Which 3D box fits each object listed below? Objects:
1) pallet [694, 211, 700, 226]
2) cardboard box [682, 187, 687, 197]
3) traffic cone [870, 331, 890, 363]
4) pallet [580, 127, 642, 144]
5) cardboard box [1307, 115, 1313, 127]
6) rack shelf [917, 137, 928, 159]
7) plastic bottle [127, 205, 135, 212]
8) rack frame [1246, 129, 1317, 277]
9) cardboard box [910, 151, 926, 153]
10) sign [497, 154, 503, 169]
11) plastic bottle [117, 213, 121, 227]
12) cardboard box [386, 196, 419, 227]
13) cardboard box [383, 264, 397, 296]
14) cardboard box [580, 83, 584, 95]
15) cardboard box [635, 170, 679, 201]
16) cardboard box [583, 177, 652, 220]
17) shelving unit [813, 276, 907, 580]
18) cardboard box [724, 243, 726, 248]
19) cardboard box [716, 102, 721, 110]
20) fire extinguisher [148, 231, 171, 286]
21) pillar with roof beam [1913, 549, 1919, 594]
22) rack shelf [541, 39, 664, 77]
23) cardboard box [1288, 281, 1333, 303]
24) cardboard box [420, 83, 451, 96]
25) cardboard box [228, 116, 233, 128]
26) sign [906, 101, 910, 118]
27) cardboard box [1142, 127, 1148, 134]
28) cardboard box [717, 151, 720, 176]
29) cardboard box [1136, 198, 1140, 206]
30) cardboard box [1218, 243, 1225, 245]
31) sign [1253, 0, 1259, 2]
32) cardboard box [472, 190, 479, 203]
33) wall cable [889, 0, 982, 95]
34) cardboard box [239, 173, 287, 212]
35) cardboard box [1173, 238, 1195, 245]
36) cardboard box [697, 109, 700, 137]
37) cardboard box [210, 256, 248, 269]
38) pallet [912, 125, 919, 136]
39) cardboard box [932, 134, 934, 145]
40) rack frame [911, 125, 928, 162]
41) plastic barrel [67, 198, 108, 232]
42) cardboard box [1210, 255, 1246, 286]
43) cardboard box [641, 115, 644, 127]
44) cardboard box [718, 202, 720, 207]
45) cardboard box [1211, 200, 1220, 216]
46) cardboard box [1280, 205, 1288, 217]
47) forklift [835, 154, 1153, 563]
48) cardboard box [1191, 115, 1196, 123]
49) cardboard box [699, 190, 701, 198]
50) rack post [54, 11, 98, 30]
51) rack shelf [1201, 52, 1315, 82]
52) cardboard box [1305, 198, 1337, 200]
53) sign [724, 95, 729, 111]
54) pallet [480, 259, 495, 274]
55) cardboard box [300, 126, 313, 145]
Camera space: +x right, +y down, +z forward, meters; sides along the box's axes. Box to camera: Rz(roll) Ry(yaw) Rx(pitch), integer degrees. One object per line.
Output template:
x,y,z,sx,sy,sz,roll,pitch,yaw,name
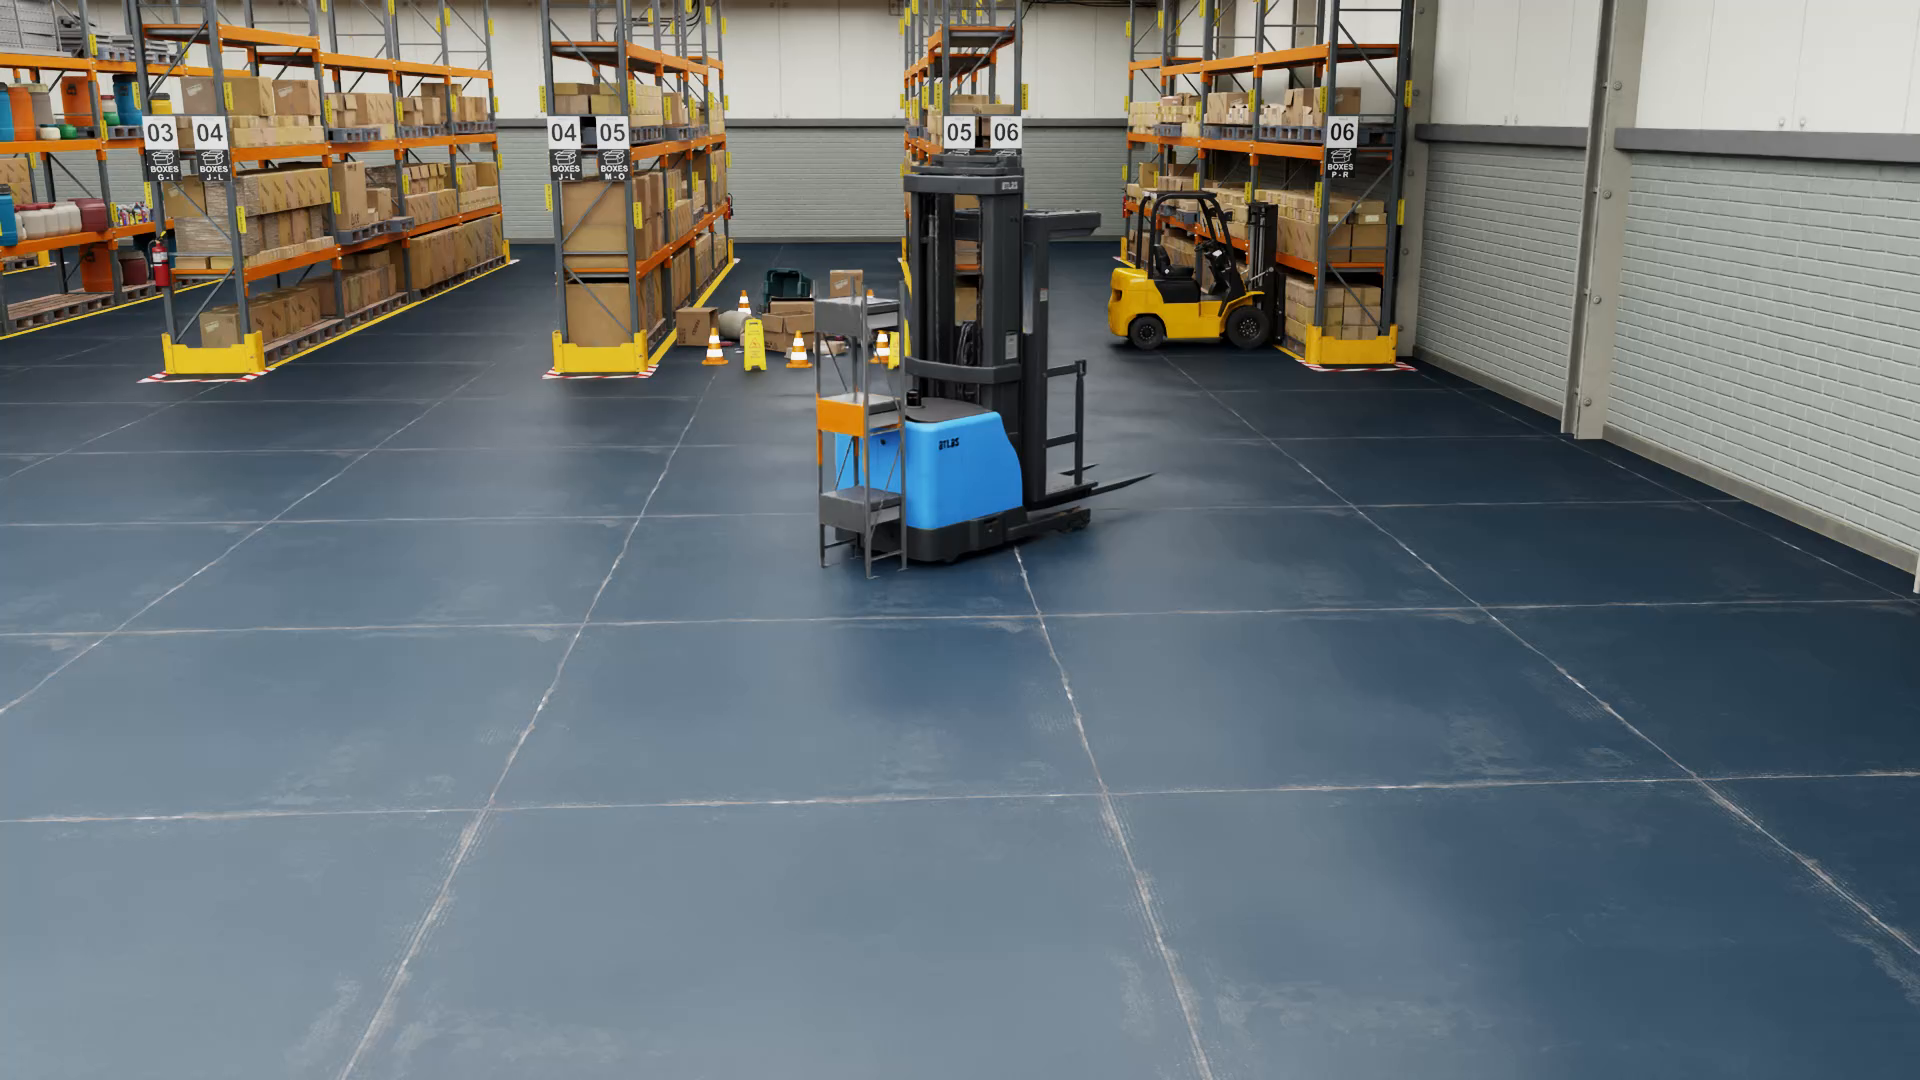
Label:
-5.302,-5.738,29.694,1.213,0.211,1.003,-1,14,-3,pallet
-4.987,-6.144,29.355,0.380,0.149,0.250,-1,14,-3,cardboard box
-1.036,-2.626,22.304,0.336,0.463,0.334,-1,14,-3,traffic cone
-4.712,-5.260,21.609,1.003,0.211,1.213,-1,14,-3,pallet
4.878,-5.629,22.326,0.380,0.149,0.250,-1,14,-5,cardboard box
-0.093,-6.364,27.165,1.077,0.370,4.000,-1,14,-3,rack shelf
-15.442,-6.113,31.016,0.152,0.276,0.135,-1,14,-3,plastic bottle
4.984,-4.840,25.817,1.000,3.000,0.127,-1,14,-3,rack frame
-0.848,-8.050,34.786,0.380,0.149,0.250,-1,14,-3,cardboard box
-10.062,-8.274,36.366,0.100,0.325,0.005,-1,14,-3,sign
-14.736,-5.607,29.058,0.097,0.271,0.097,0,14,0,plastic bottle
-9.867,-5.778,29.261,0.500,0.500,0.500,0,14,-2,cardboard box
-10.047,-4.440,28.398,0.700,0.500,0.500,-2,15,-6,cardboard box
-5.030,-5.776,21.295,0.380,0.149,0.250,-1,14,-3,cardboard box
-5.101,-5.951,27.927,0.700,0.500,0.500,-1,14,-4,cardboard box
-4.666,-4.631,22.538,0.875,0.550,0.550,-1,14,-3,cardboard box
-0.712,-0.807,11.946,0.503,2.100,0.431,13,19,40,shelving unit
-5.330,-6.485,36.493,0.380,0.149,0.250,-1,14,-5,cardboard box
-5.275,-9.192,35.208,0.380,0.149,0.250,-1,14,-3,cardboard box
-10.066,-3.542,20.926,0.296,0.674,0.183,-1,14,-3,fire extinguisher
2.535,-3.887,10.073,9.100,9.000,0.400,-1,14,-3,pillar with roof beam
-4.780,-6.527,22.580,1.077,0.370,4.000,-1,14,-3,rack shelf
4.855,-3.438,23.036,0.500,0.250,0.500,-1,14,-2,cardboard box
-10.408,-8.949,33.019,0.500,0.250,0.500,-2,15,-7,cardboard box
-9.399,-5.260,20.930,0.380,0.149,0.250,-1,14,-4,cardboard box
-1.019,-8.484,32.766,0.100,0.325,0.005,-1,14,-3,sign
4.047,-8.628,35.024,0.380,0.149,0.250,-1,14,-2,cardboard box
-5.262,-7.825,34.616,0.500,0.500,0.500,-1,14,-5,cardboard box
4.018,-7.295,35.865,0.380,0.149,0.250,-1,14,-5,cardboard box
5.006,-5.472,31.147,0.380,0.149,0.250,-2,15,-6,cardboard box
4.444,-8.225,24.899,0.100,0.325,0.005,-1,14,-3,sign
-10.187,-7.044,34.087,0.500,0.250,0.500,-1,14,-2,cardboard box
-0.596,-12.073,41.891,2.355,3.000,0.029,-1,14,-3,wall cable
-9.431,-4.681,22.396,0.500,0.500,0.500,-1,14,-3,cardboard box
4.398,-5.844,32.591,0.380,0.149,0.250,-1,14,-4,cardboard box
-4.996,-7.551,30.135,0.500,0.500,0.500,-1,14,-3,cardboard box
-9.392,-3.567,21.376,0.380,0.149,0.250,-1,14,-3,cardboard box
-0.382,-7.556,30.732,1.003,0.211,1.213,0,14,-1,pallet
-0.203,-5.690,23.606,0.380,0.149,0.250,-1,14,-5,cardboard box
-0.465,-6.752,33.249,1.000,3.000,0.127,-1,14,-3,rack frame
-14.721,-5.483,28.043,0.600,0.536,0.708,-1,14,-3,plastic barrel
4.810,-4.570,28.692,0.875,0.625,0.625,0,14,-2,cardboard box
-4.420,-5.590,22.174,0.380,0.149,0.250,-1,14,-3,cardboard box
-5.310,-7.193,35.468,0.380,0.149,0.250,-2,15,-6,cardboard box
4.564,-5.635,28.206,0.500,0.250,0.500,-1,14,-5,cardboard box
4.817,-4.734,23.904,0.380,0.149,0.250,-1,14,-5,cardboard box
0.403,-1.550,13.167,1.130,2.935,3.031,13,19,40,forklift
4.428,-7.684,30.352,0.380,0.149,0.250,-1,14,-3,cardboard box
-5.126,-6.585,31.665,0.380,0.149,0.250,-1,14,-5,cardboard box
-15.198,-8.875,28.426,0.624,0.289,0.986,-1,14,-3,rack post
4.860,-7.701,27.142,1.077,0.370,4.000,-1,14,-3,rack shelf
4.969,-4.626,22.887,0.380,0.149,0.250,-1,14,-3,cardboard box
-5.092,-9.530,36.250,0.100,0.325,0.005,-1,14,-3,sign
-10.404,-5.743,34.923,1.003,0.211,1.213,-1,14,-3,pallet
-9.550,-5.750,23.636,0.500,0.250,0.500,-1,14,-2,cardboard box
